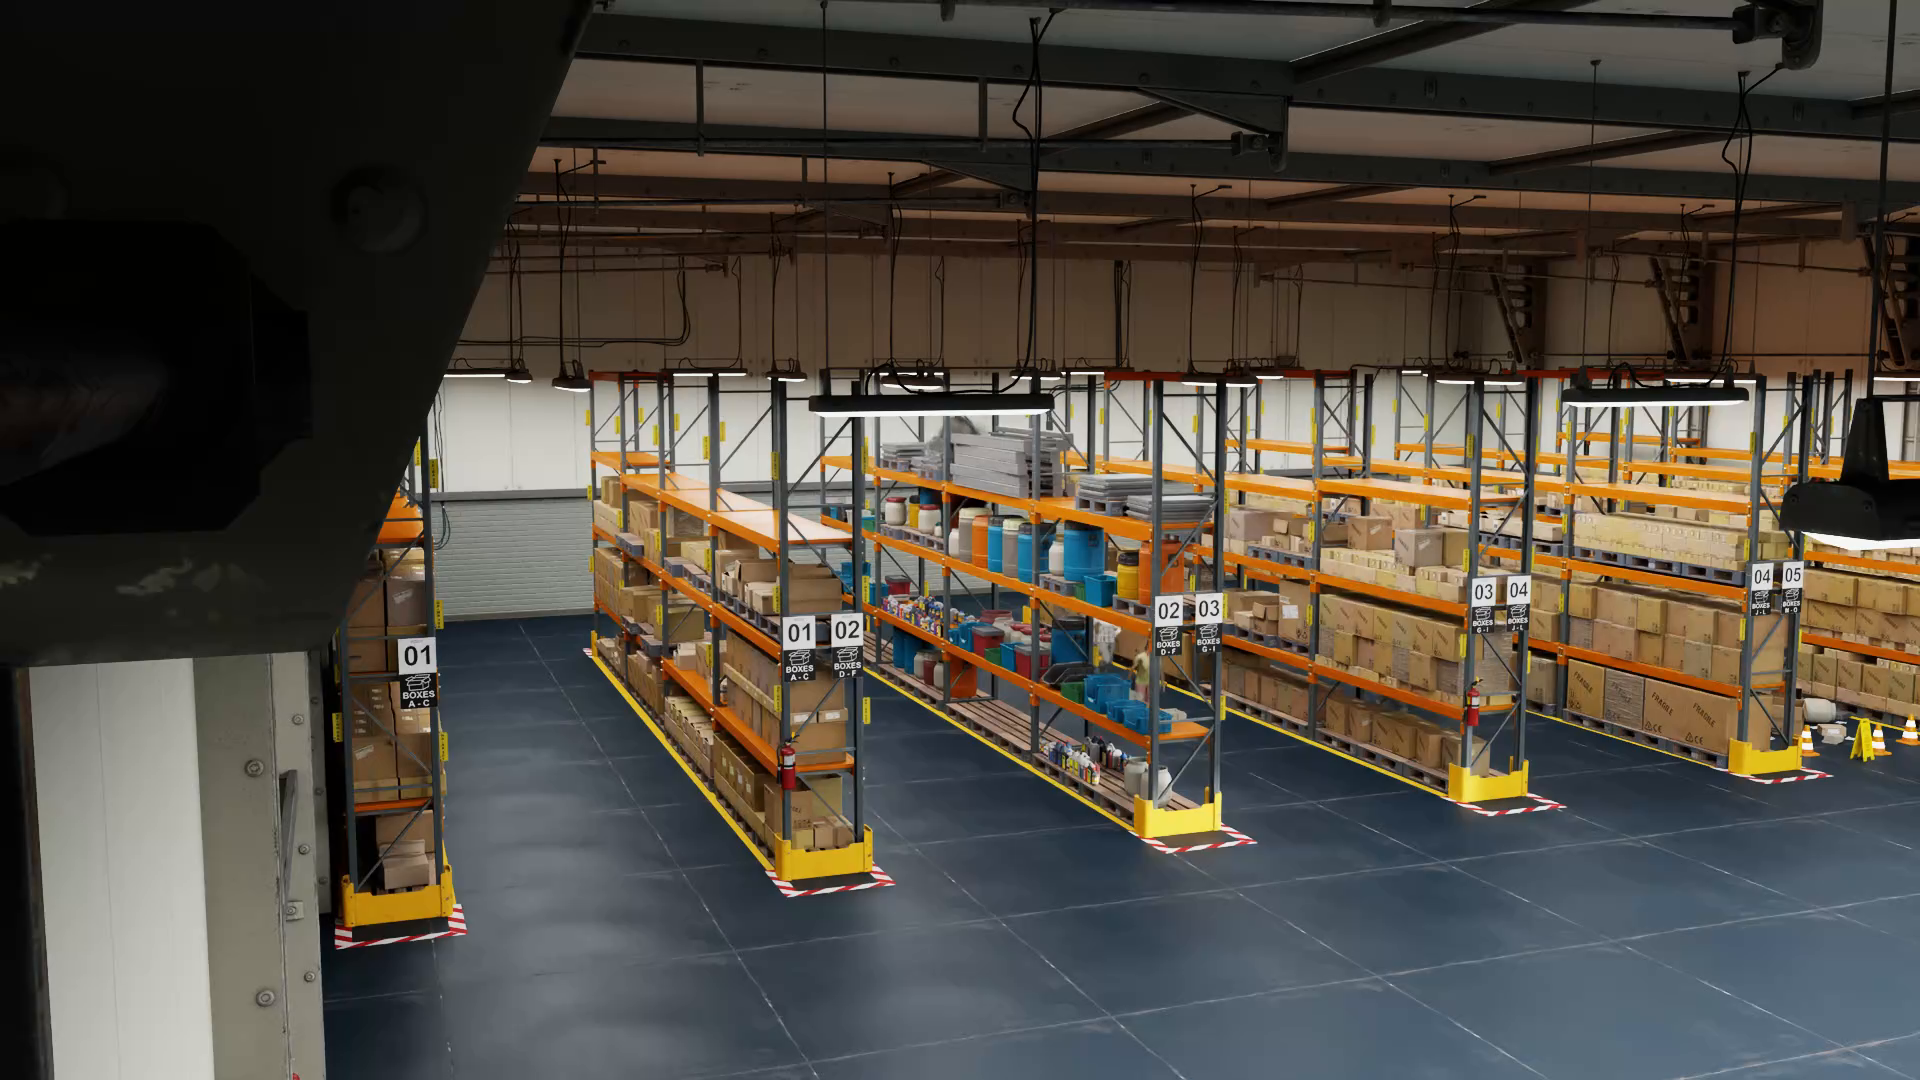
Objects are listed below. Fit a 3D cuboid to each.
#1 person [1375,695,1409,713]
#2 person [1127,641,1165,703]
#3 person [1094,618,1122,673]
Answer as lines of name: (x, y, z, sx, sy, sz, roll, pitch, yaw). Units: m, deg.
person: (7.560, 2.391, 28.800, 0.530, 1.414, 0.983, -2, 7, -19)
person: (3.134, 2.422, 27.872, 0.545, 1.579, 0.620, -2, 7, -15)
person: (2.799, 1.960, 31.642, 0.582, 1.679, 0.656, -2, 7, -19)
